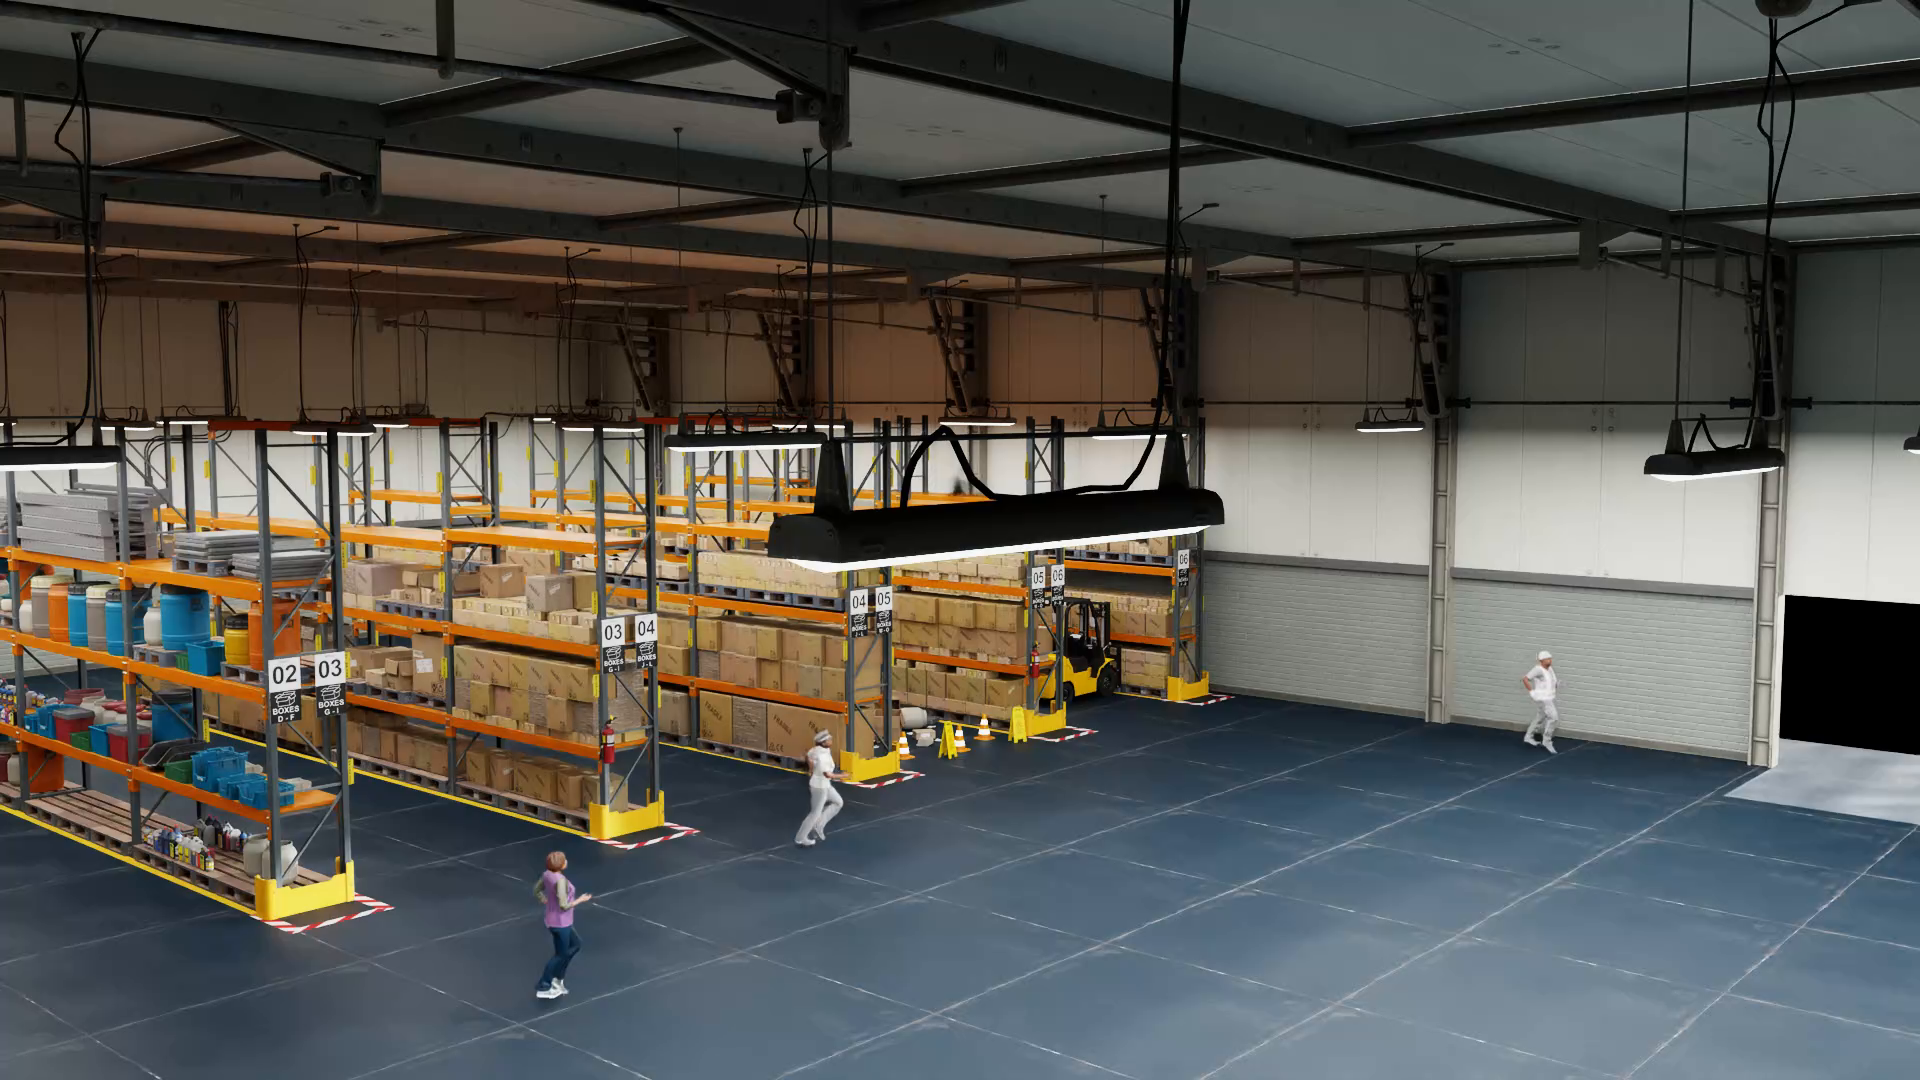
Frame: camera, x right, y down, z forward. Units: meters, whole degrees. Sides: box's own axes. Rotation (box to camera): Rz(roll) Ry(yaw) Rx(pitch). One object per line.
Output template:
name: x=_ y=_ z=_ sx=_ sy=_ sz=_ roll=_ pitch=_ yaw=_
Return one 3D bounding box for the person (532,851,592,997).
person: x=-4.220 y=4.070 z=17.641 sx=0.614 sy=1.593 sz=0.516 roll=-2 pitch=5 yaw=-27

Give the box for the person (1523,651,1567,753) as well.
person: x=10.622 y=2.933 z=30.205 sx=0.768 sy=1.843 sz=0.657 roll=3 pitch=6 yaw=36

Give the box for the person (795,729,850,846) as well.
person: x=-1.968 y=3.509 z=23.768 sx=0.802 sy=1.650 sz=0.589 roll=0 pitch=5 yaw=-5
